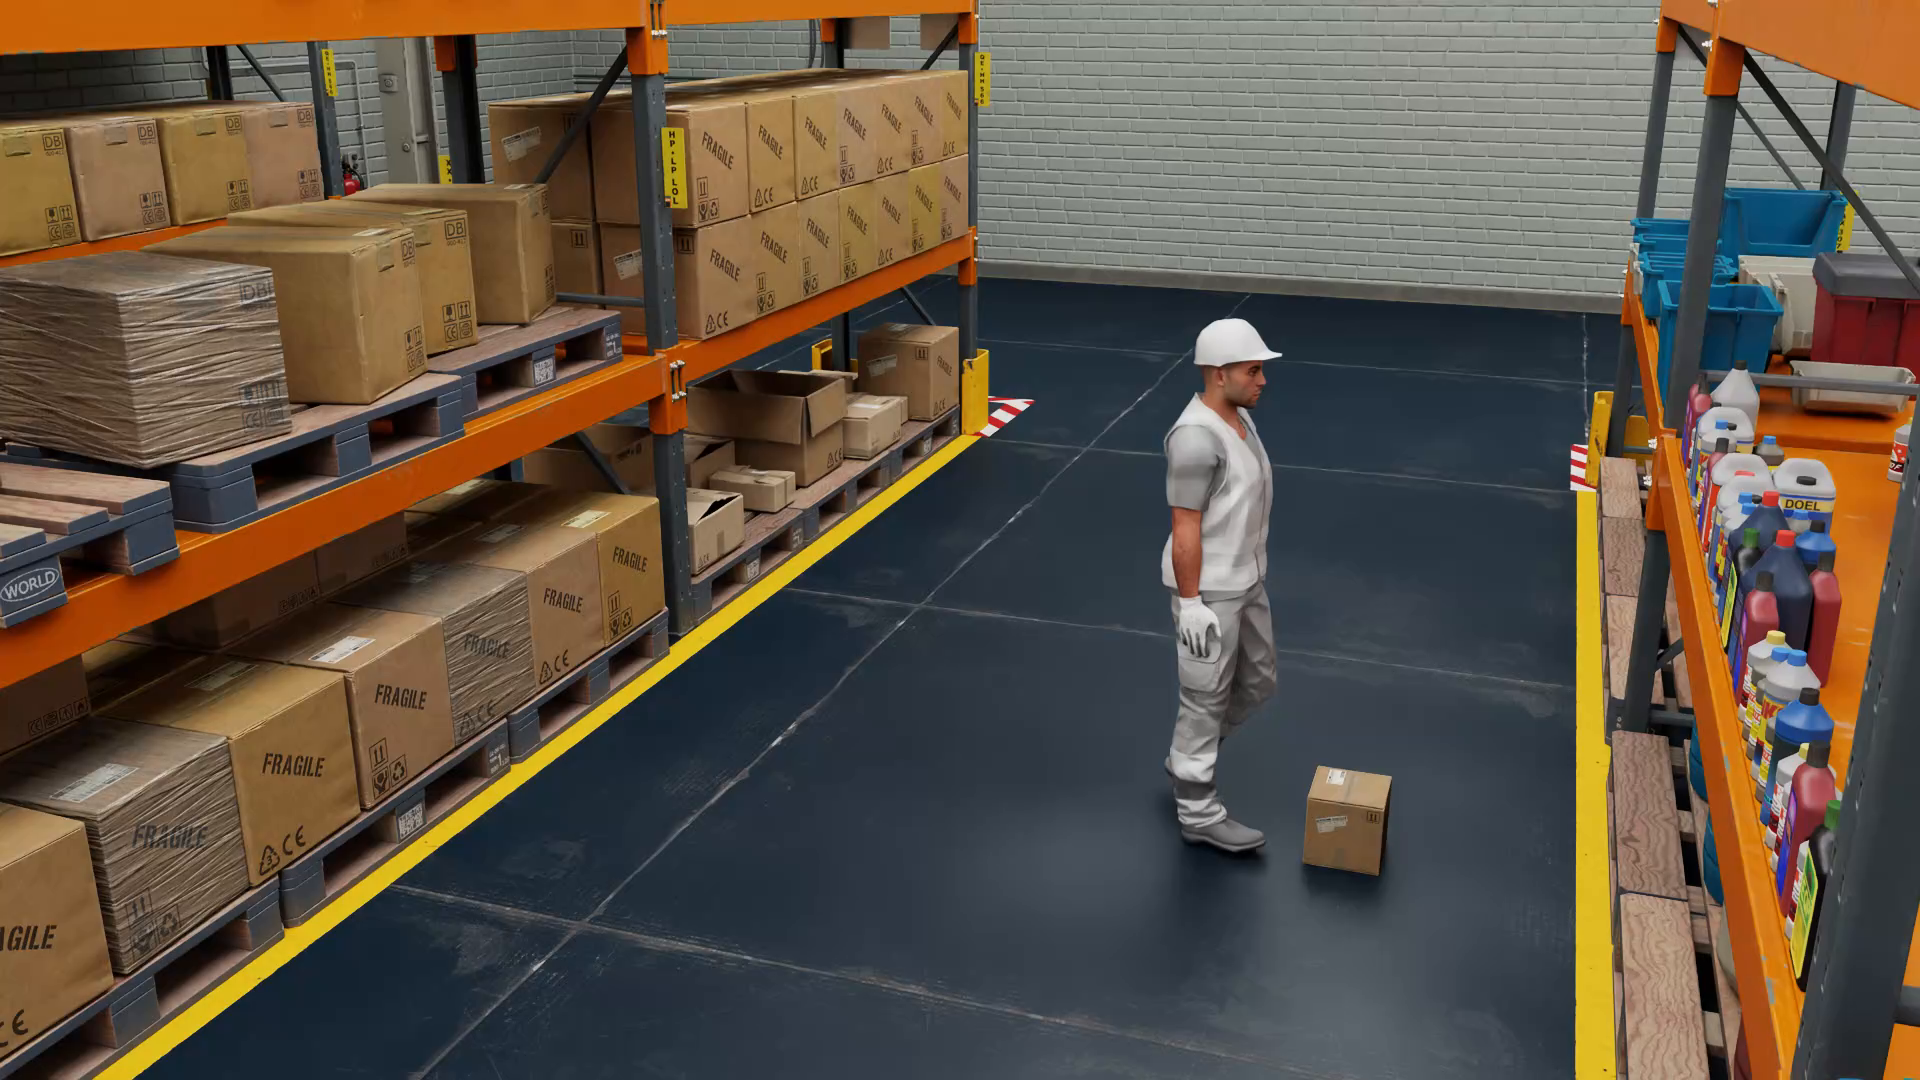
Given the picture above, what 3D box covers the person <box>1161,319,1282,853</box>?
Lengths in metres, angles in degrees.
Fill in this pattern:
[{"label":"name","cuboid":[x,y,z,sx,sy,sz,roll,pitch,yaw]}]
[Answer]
[{"label":"person","cuboid":[0.857,0.161,5.511,0.471,1.794,0.570,9,21,26]}]
